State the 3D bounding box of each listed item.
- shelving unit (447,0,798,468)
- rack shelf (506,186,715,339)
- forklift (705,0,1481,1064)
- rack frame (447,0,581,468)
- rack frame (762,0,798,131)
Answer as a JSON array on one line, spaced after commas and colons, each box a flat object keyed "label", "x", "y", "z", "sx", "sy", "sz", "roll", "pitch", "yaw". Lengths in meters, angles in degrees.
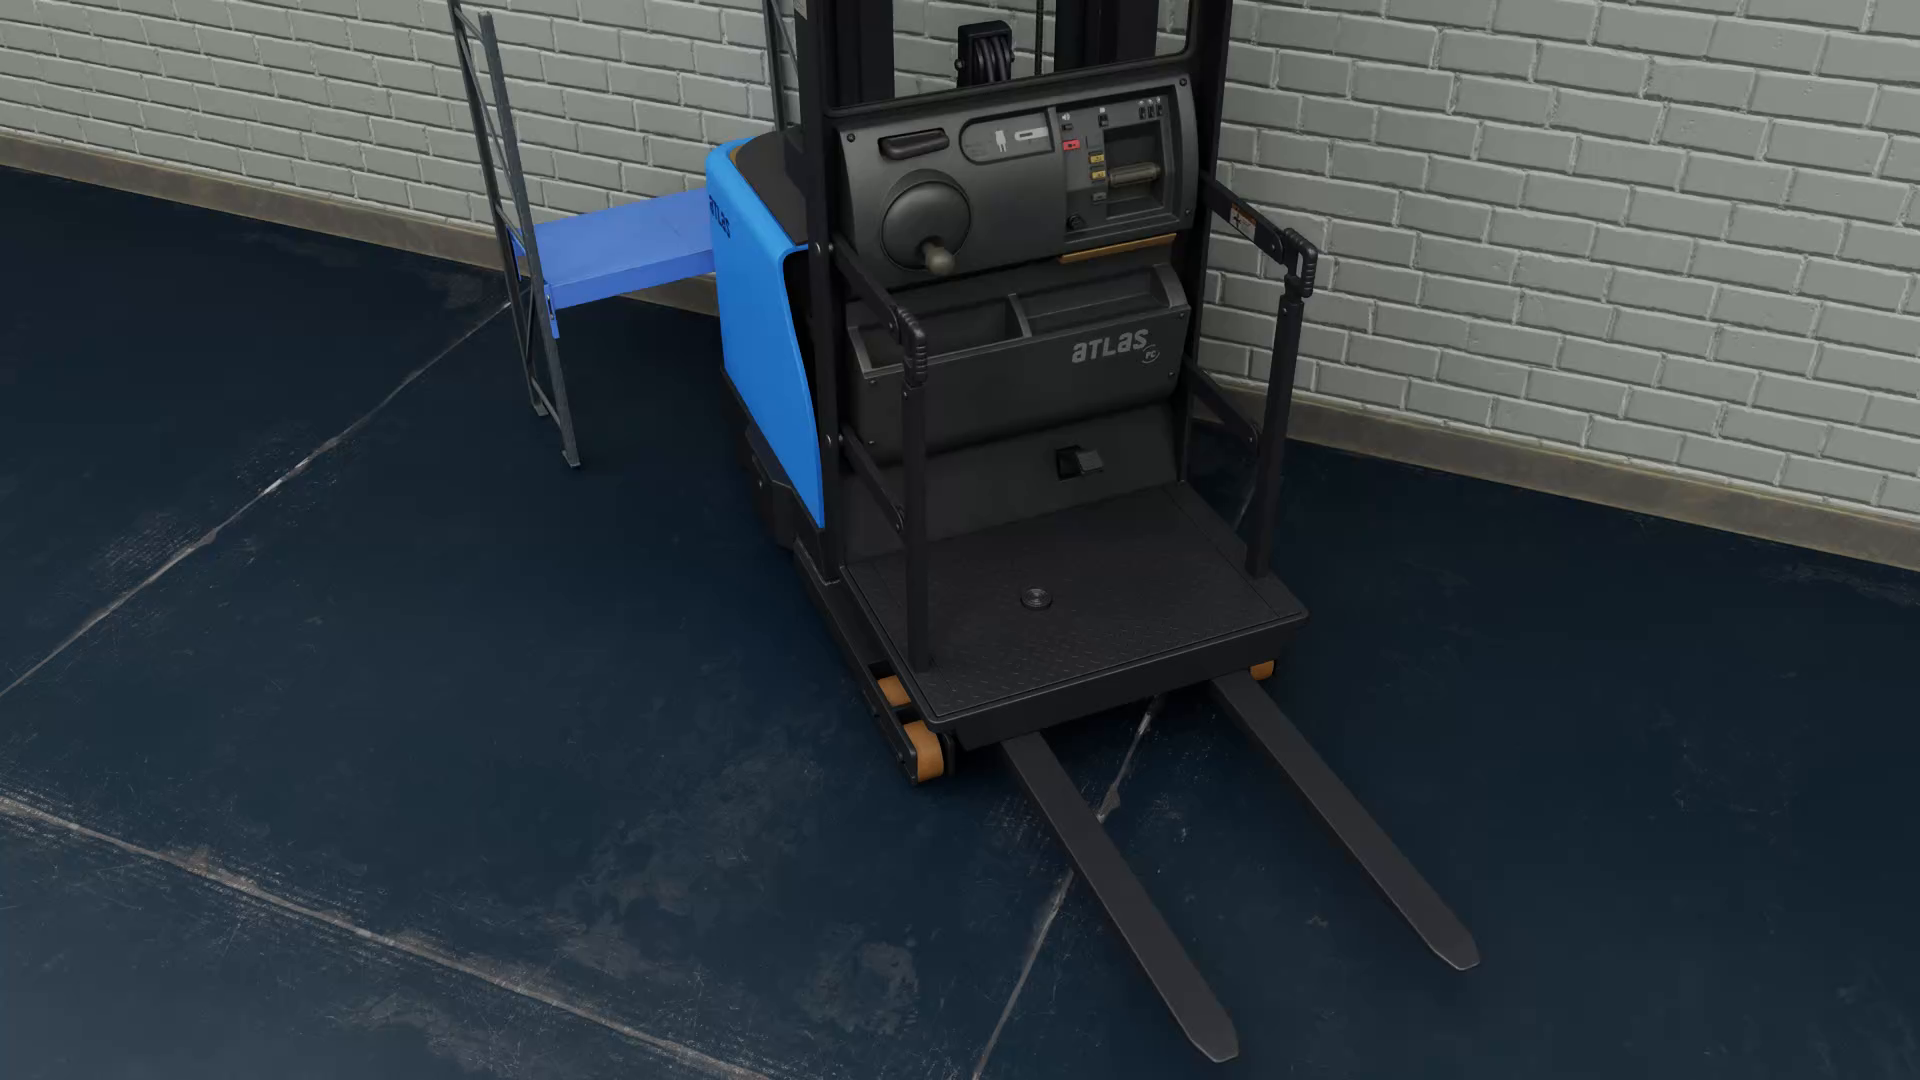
[{"label": "shelving unit", "x": -0.968, "y": -1.129, "z": 5.475, "sx": 1.048, "sy": 1.500, "sz": 0.538, "roll": -18, "pitch": 37, "yaw": -21}, {"label": "rack shelf", "x": -0.961, "y": -0.981, "z": 5.577, "sx": 1.000, "sy": 0.185, "sz": 0.538, "roll": -18, "pitch": 37, "yaw": -21}, {"label": "forklift", "x": 0.245, "y": -0.827, "z": 3.908, "sx": 1.130, "sy": 2.935, "sz": 3.031, "roll": -14, "pitch": 39, "yaw": -18}, {"label": "rack frame", "x": -1.420, "y": -0.983, "z": 5.293, "sx": 0.032, "sy": 1.500, "sz": 0.500, "roll": -18, "pitch": 37, "yaw": -21}, {"label": "rack frame", "x": -0.516, "y": -1.275, "z": 5.657, "sx": 0.032, "sy": 1.500, "sz": 0.500, "roll": -18, "pitch": 37, "yaw": -21}]
